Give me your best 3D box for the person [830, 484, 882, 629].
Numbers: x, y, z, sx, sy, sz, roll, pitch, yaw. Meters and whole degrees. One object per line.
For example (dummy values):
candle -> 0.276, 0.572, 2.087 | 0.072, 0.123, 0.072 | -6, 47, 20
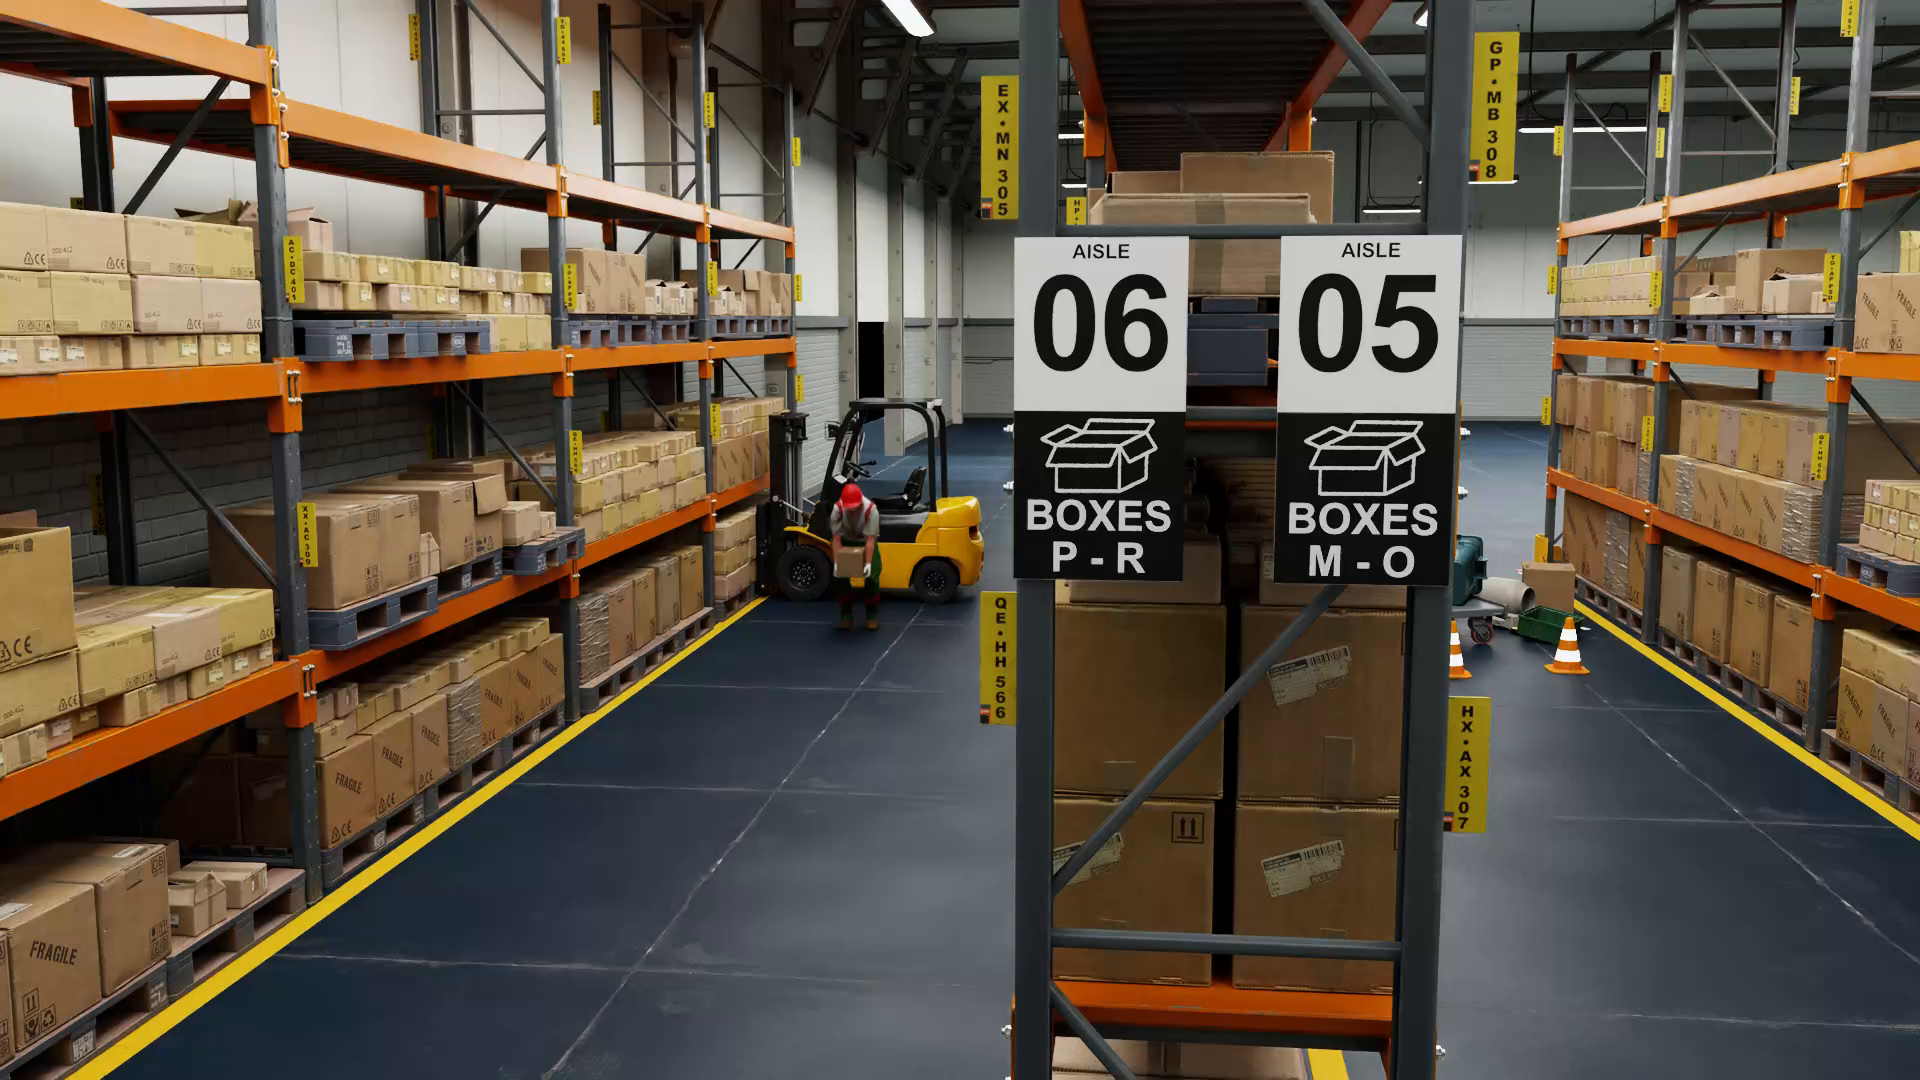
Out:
person -> -1.018, 0.160, 16.157 | 0.492, 1.478, 0.851 | 1, 8, 5
